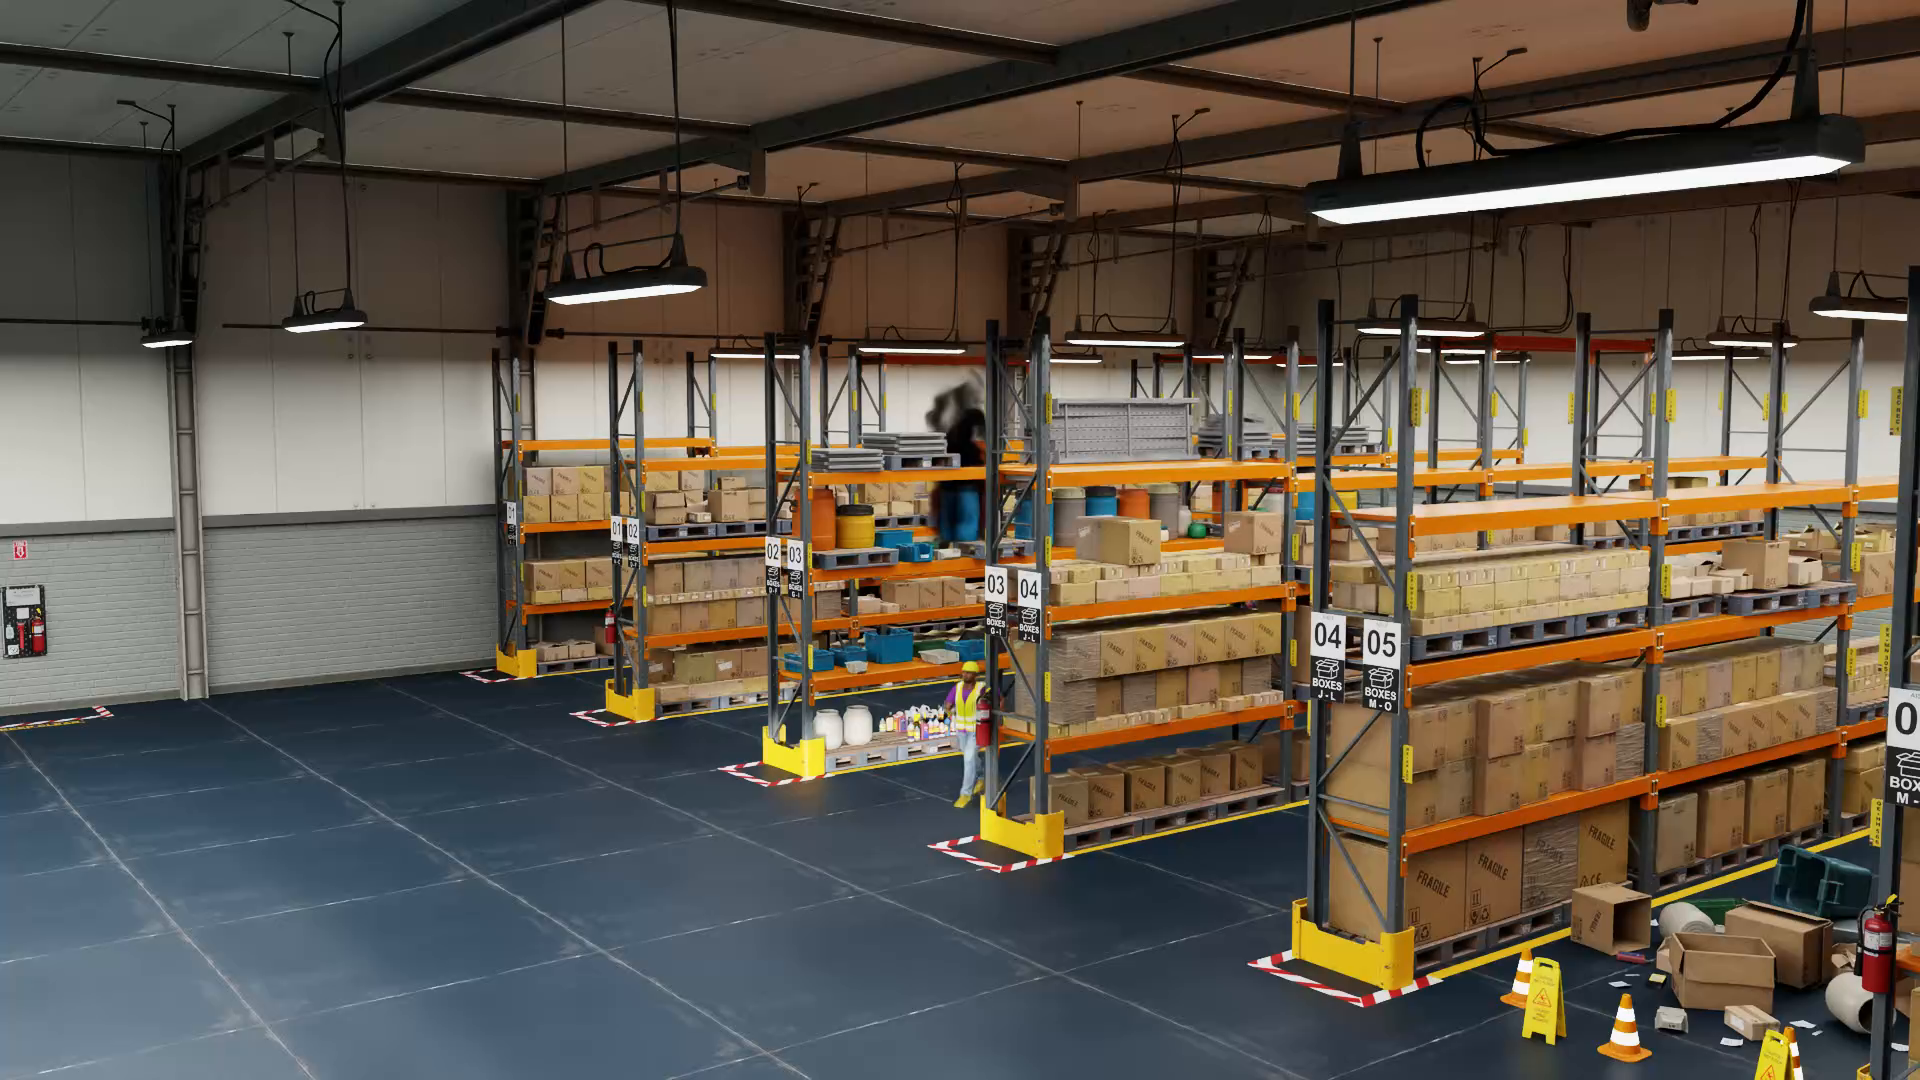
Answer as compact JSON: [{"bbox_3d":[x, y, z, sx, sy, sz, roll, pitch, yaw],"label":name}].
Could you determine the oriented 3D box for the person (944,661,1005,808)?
[{"bbox_3d":[0.132,2.412,21.050,0.696,1.794,0.903,4,6,35],"label":"person"}]

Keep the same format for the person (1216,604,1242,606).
[{"bbox_3d":[5.136,1.513,31.829,0.645,1.736,0.636,5,7,42],"label":"person"}]
